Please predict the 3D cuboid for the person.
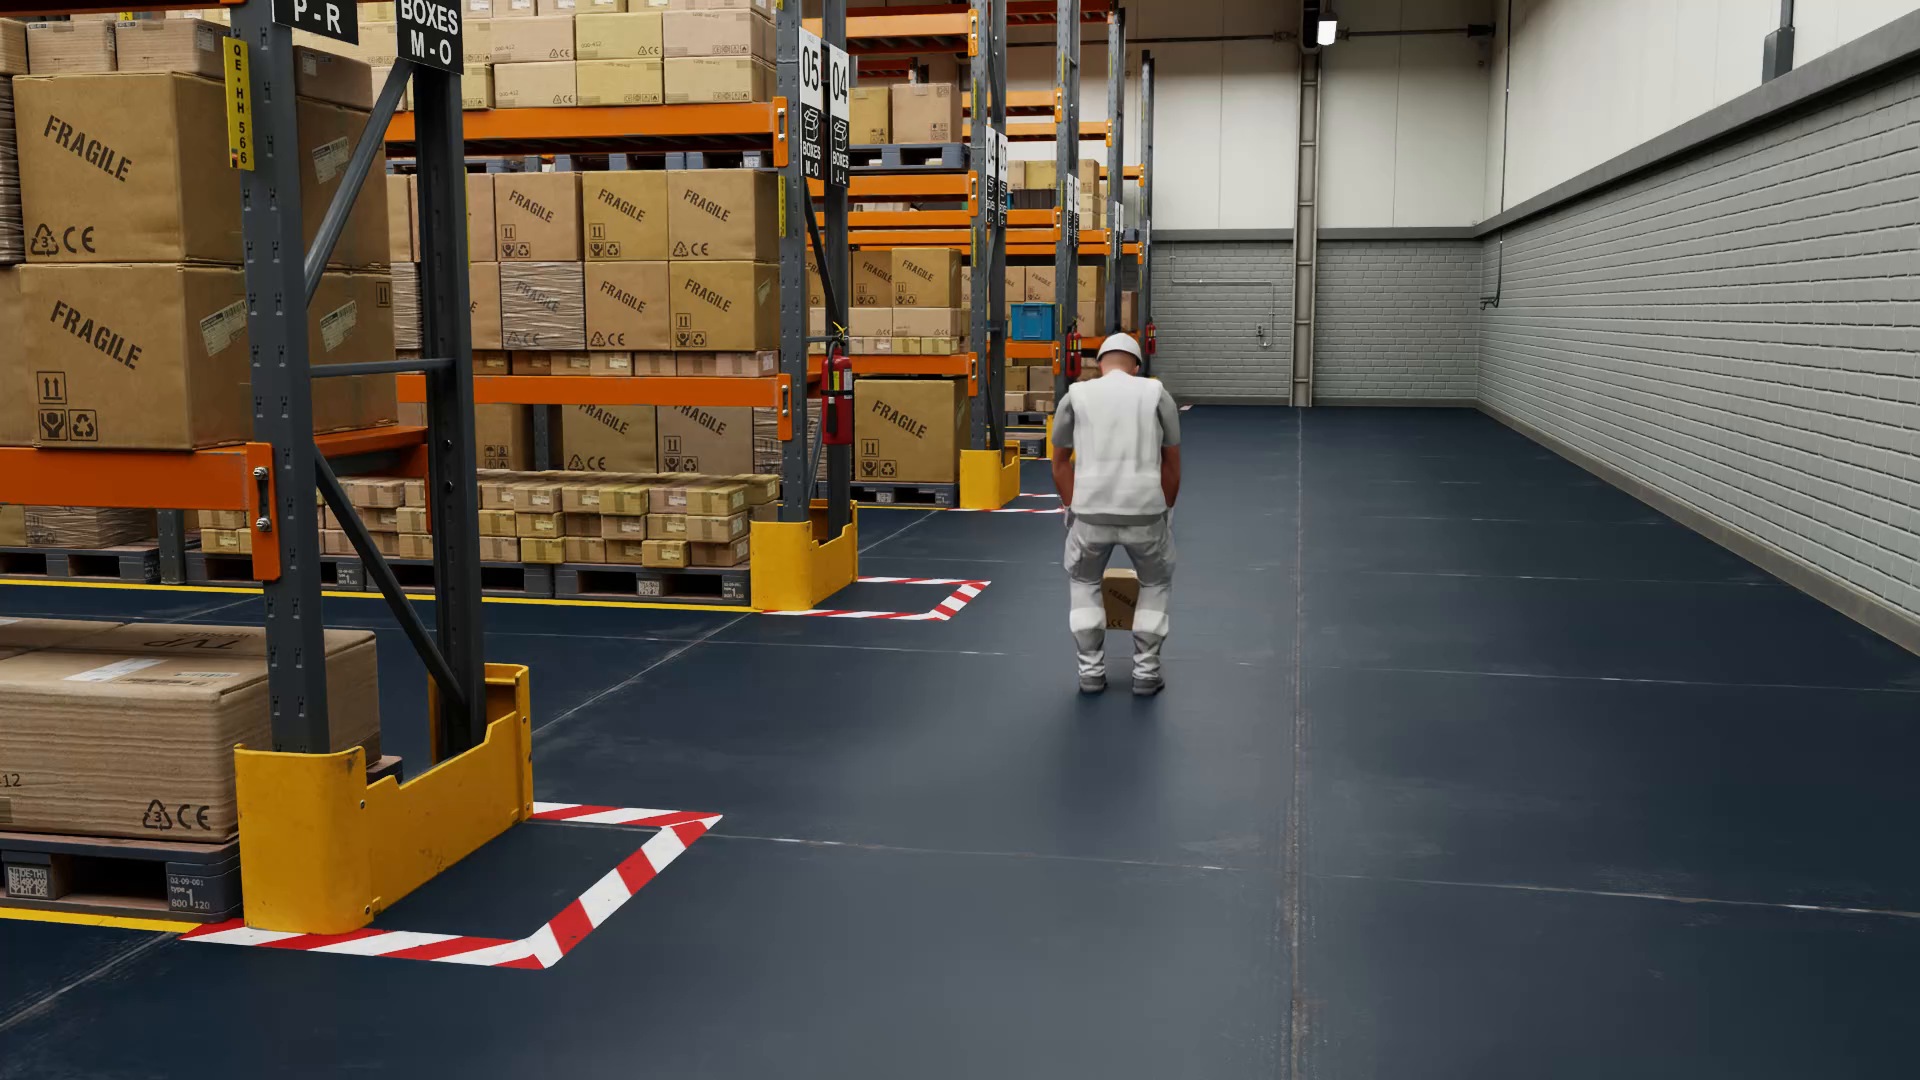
[{"bbox_3d":[0.684,-0.123,7.381,0.575,1.580,0.647,2,8,12],"label":"person"}]
